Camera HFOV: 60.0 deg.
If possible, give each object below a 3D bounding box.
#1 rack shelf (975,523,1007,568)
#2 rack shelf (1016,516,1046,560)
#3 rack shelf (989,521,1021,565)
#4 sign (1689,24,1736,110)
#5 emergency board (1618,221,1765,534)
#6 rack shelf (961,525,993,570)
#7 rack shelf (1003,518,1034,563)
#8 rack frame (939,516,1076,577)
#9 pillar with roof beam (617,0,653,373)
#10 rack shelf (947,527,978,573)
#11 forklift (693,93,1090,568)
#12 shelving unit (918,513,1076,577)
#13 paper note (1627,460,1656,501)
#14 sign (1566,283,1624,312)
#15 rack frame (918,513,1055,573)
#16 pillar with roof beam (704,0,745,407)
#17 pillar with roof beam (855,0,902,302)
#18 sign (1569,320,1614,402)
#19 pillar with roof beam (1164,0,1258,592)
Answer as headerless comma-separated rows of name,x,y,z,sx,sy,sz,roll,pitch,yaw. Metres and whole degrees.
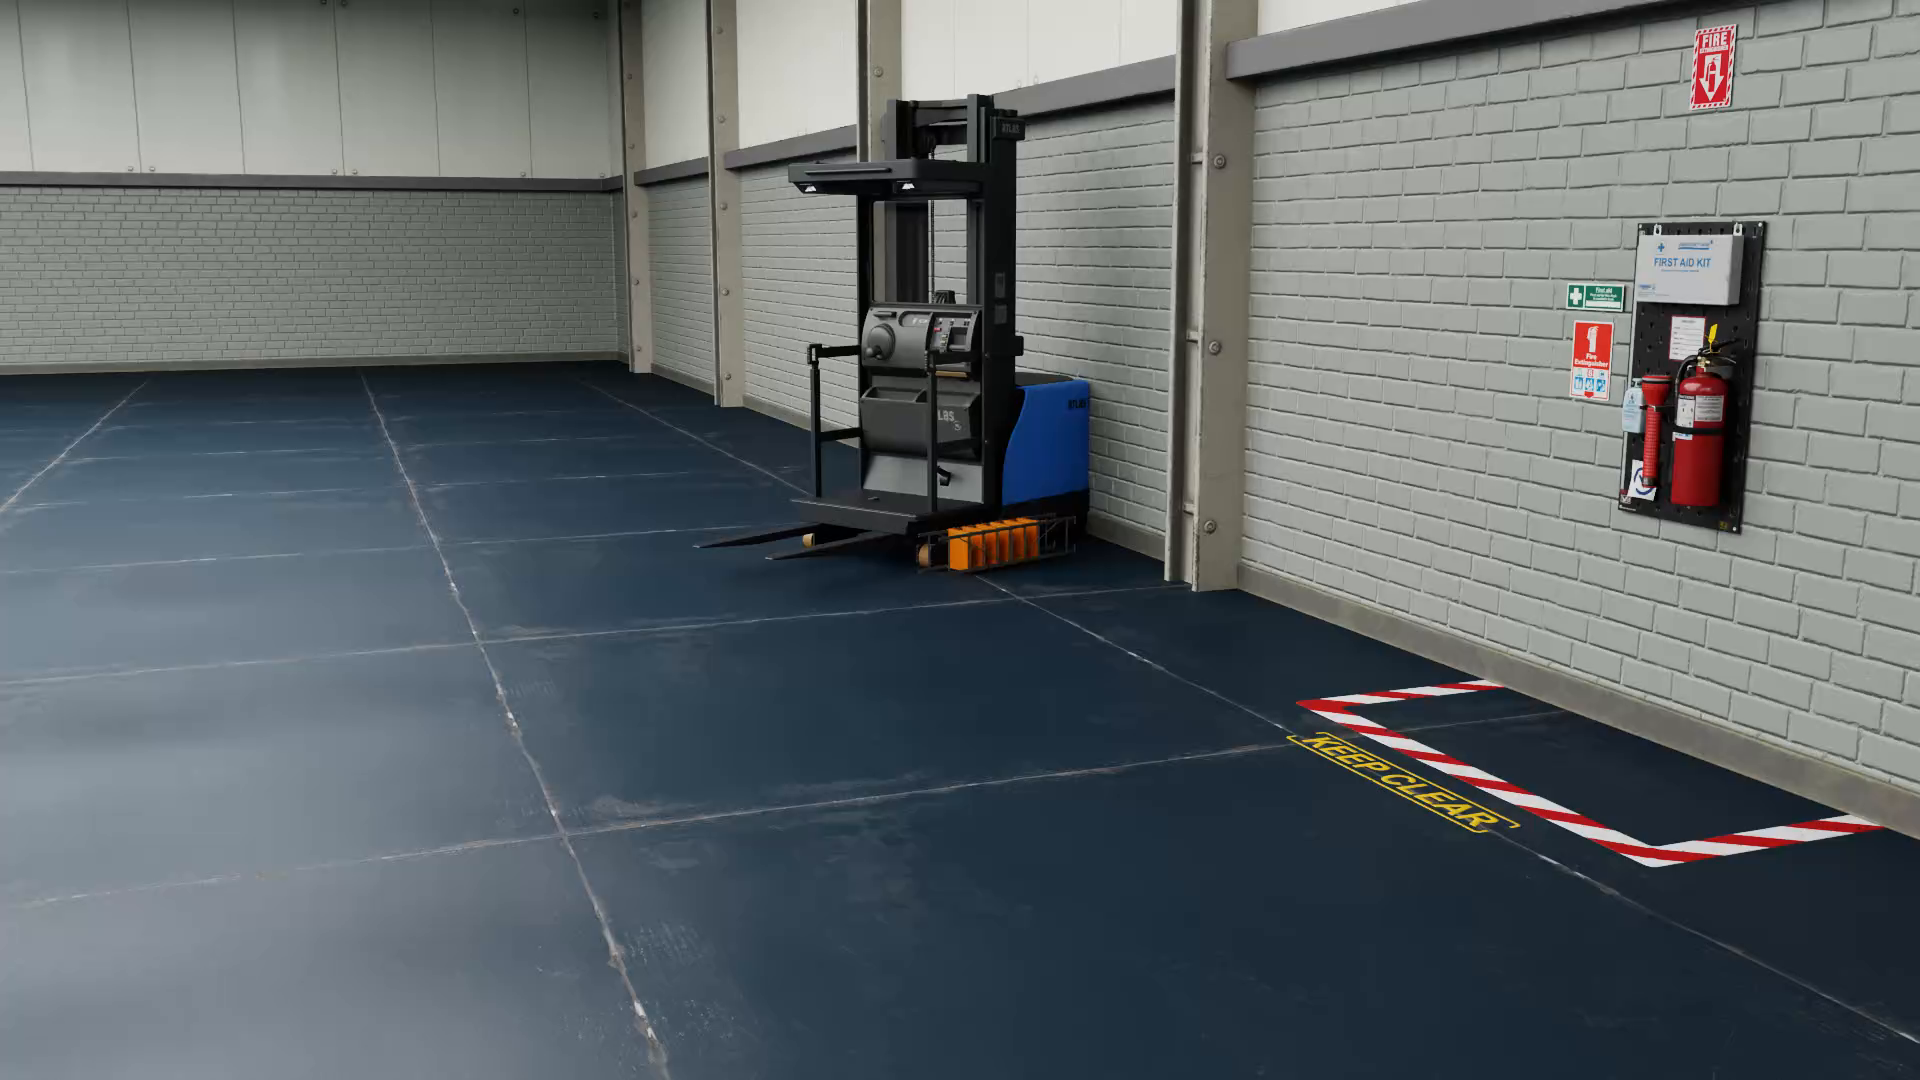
rack shelf,0.194,0.031,10.406,0.103,0.258,0.180,-9,14,-42
rack shelf,0.457,-0.012,10.649,0.103,0.258,0.180,-9,14,-42
rack shelf,0.282,0.017,10.487,0.103,0.258,0.180,-9,14,-42
sign,2.856,-1.792,6.310,0.001,0.298,0.199,-4,11,-21
emergency board,2.766,-0.643,6.470,0.194,1.169,0.643,-4,11,-21
rack shelf,0.106,0.045,10.325,0.103,0.258,0.180,-9,14,-42
rack shelf,0.369,0.002,10.568,0.103,0.258,0.180,-9,14,-42
rack frame,0.312,0.034,10.391,1.200,0.240,0.006,-9,14,-42
pillar with roof beam,-9.084,-6.835,24.151,9.100,9.000,0.400,-4,11,-21
rack shelf,0.019,0.060,10.245,0.103,0.258,0.180,-9,14,-42
forklift,-0.394,-1.357,10.679,1.130,2.935,3.031,8,13,38
shelving unit,0.249,0.022,10.457,1.200,0.258,0.189,-9,14,-42
paper note,2.766,-0.243,6.735,0.016,0.148,0.142,-4,11,-21
sign,2.655,-1.017,6.958,0.001,0.109,0.331,-4,11,-21
rack frame,0.187,0.010,10.523,1.200,0.240,0.006,-9,14,-42
pillar with roof beam,-6.909,-5.856,18.645,9.100,9.000,0.400,-4,11,-21
pillar with roof beam,-4.735,-4.876,13.139,9.100,9.000,0.400,-4,11,-21
sign,2.662,-0.757,7.011,0.001,0.329,0.234,-4,11,-21
pillar with roof beam,-2.561,-3.897,7.634,9.100,9.000,0.400,-4,11,-21
